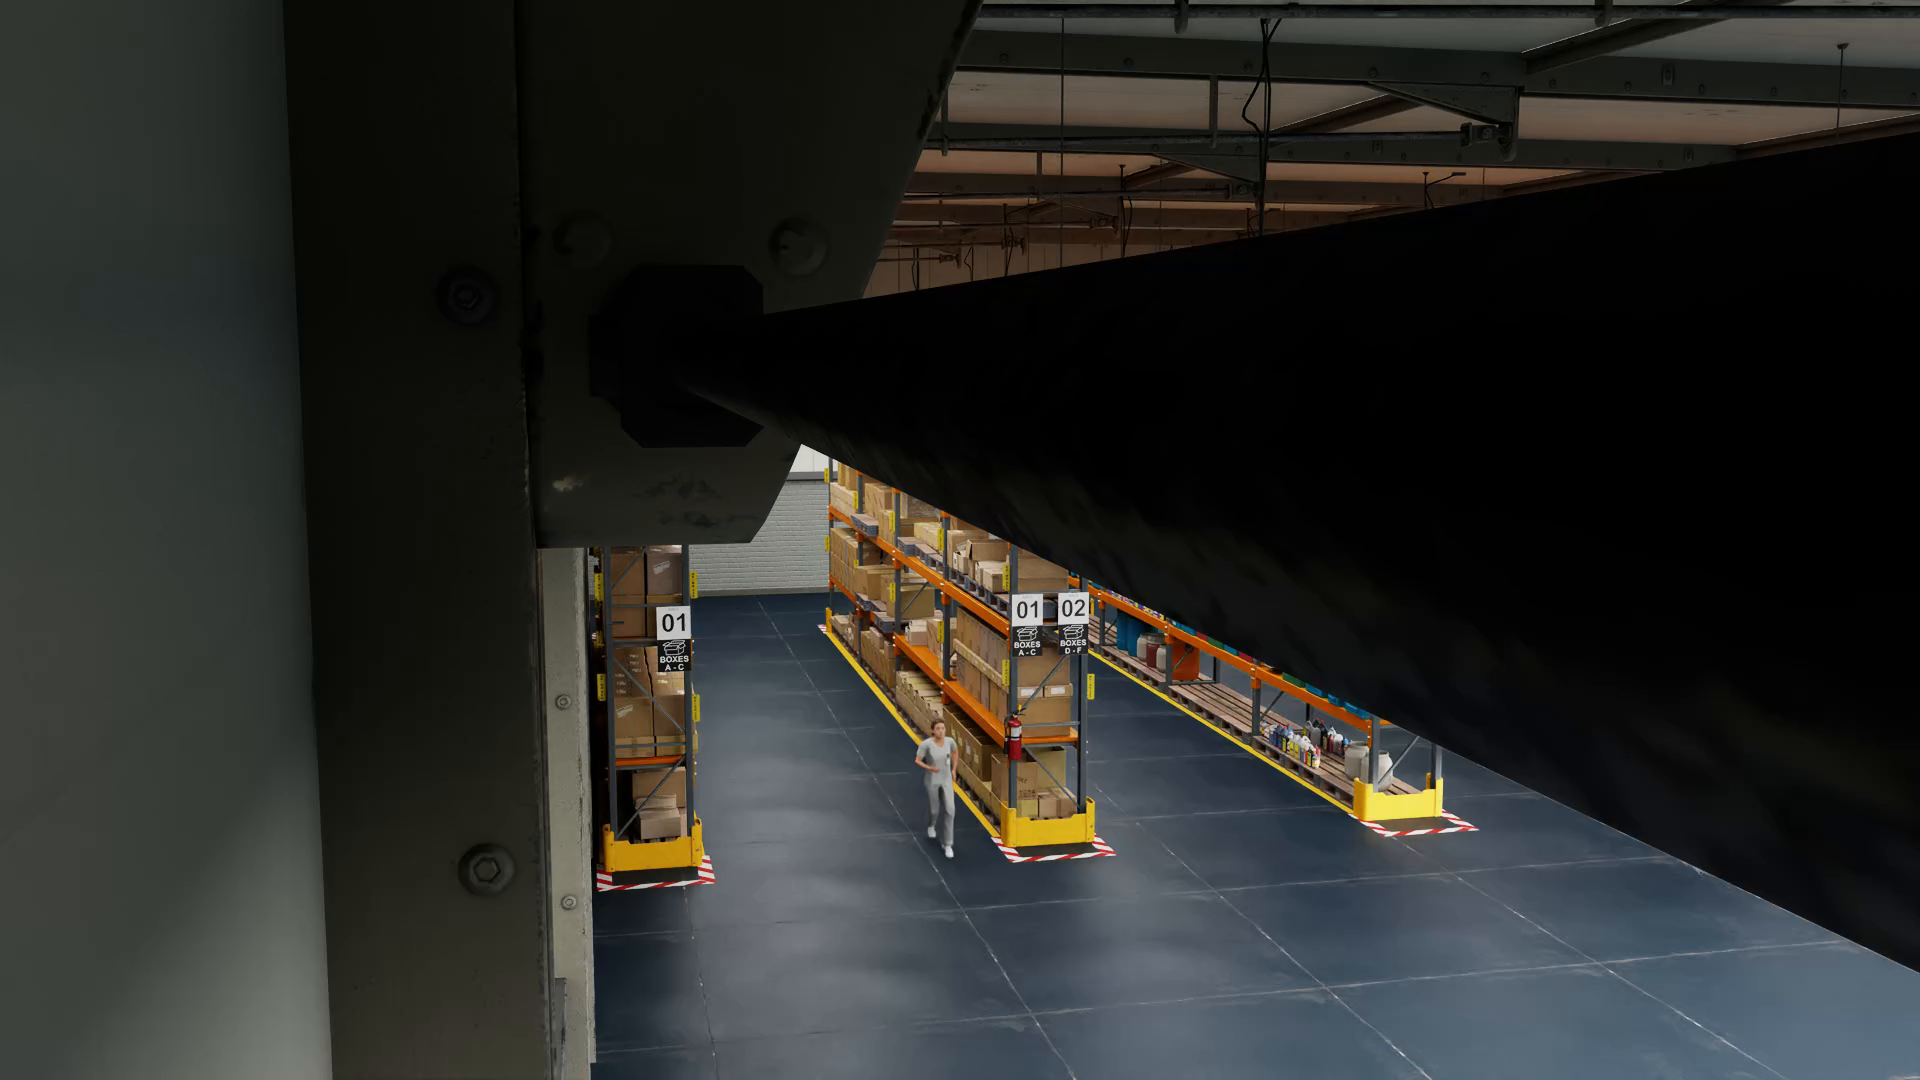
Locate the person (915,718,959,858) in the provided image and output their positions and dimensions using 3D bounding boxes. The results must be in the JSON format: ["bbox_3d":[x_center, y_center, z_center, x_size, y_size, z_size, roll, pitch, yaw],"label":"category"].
[{"bbox_3d":[-0.279,3.046,20.823,0.599,1.680,0.925,-2,7,-14],"label":"person"}]
